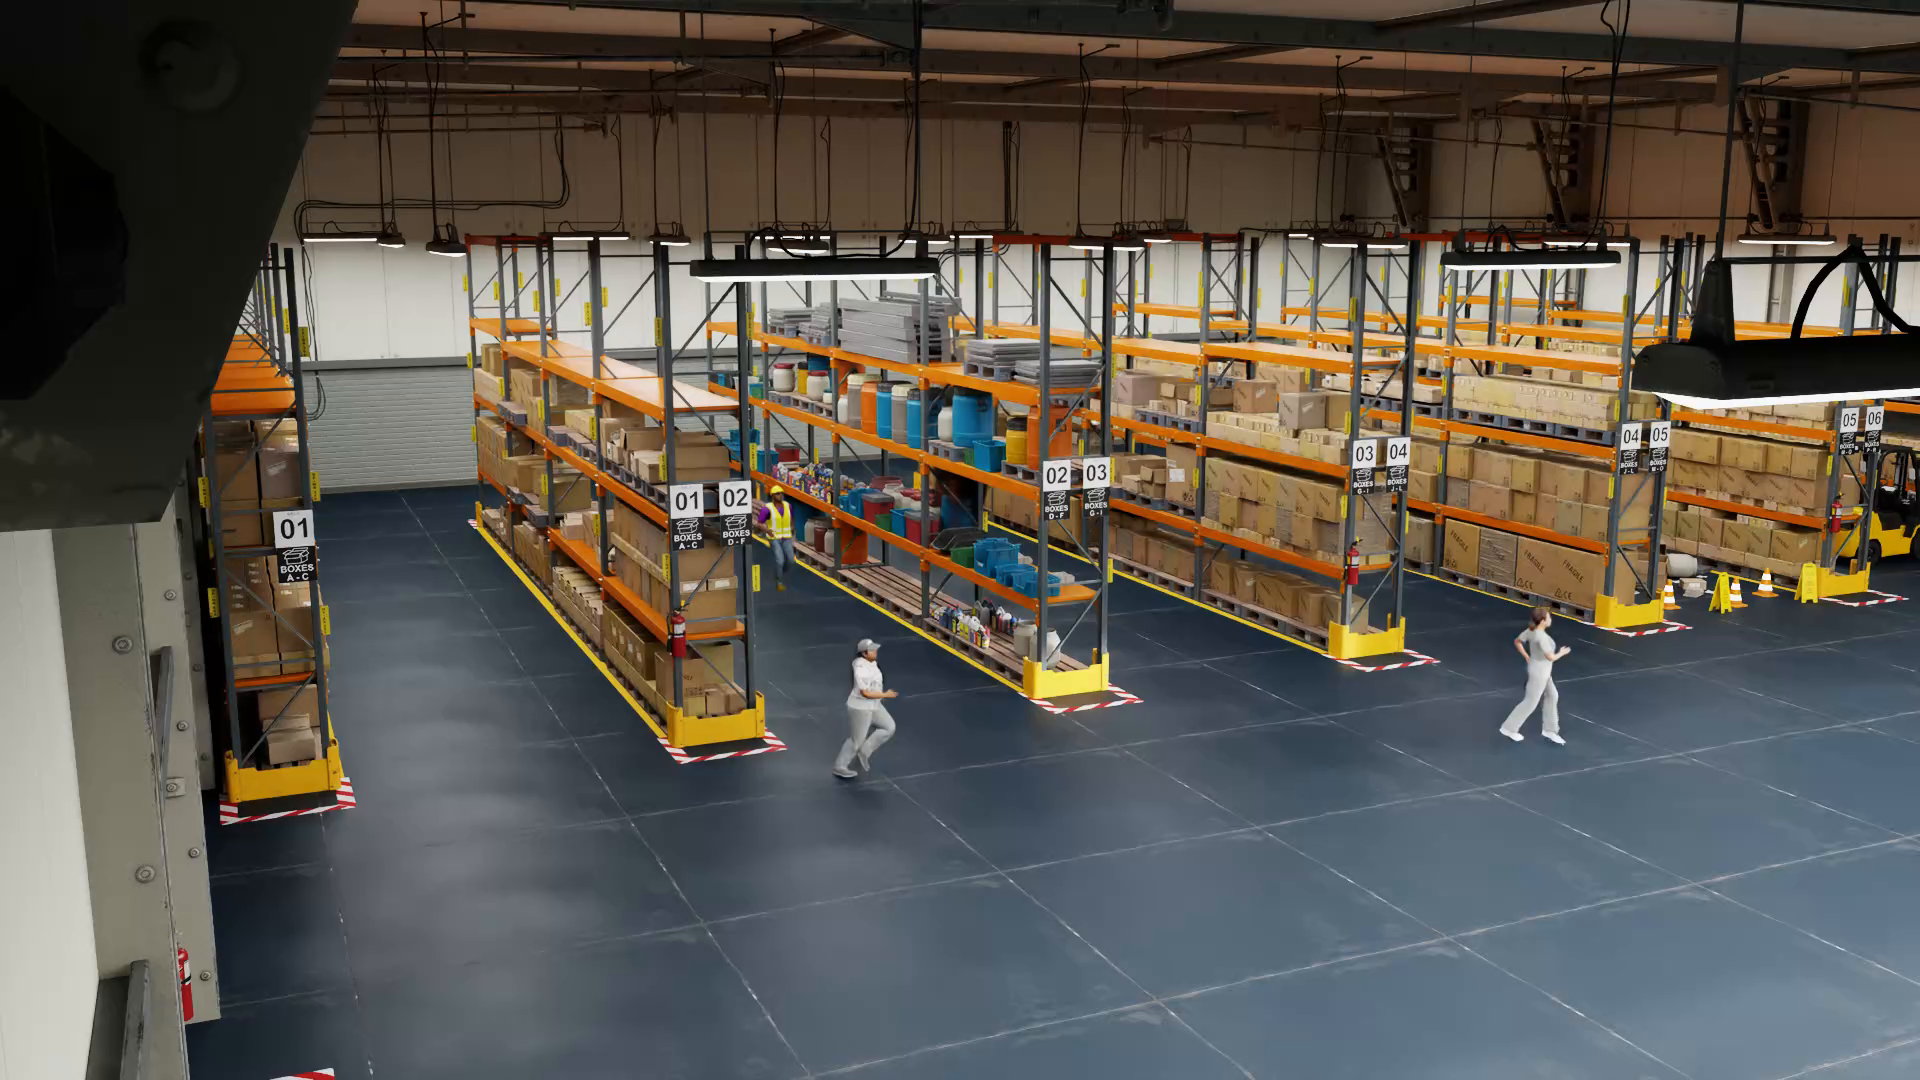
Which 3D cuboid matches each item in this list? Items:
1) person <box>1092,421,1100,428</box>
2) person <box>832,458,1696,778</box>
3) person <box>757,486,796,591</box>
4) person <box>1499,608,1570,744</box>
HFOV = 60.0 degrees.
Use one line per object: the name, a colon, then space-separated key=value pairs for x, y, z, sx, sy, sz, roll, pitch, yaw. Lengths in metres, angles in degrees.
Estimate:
person: x=3.115 y=-1.902 z=38.401 sx=0.699 sy=1.723 sz=0.620 roll=-4 pitch=12 yaw=-19
person: x=6.255 y=0.584 z=24.965 sx=12.407 sy=1.920 sz=15.763 roll=2 pitch=11 yaw=12
person: x=-2.956 y=-0.027 z=27.224 sx=0.696 sy=1.735 sz=0.558 roll=-7 pitch=13 yaw=-31
person: x=6.980 y=1.657 z=20.138 sx=0.826 sy=1.716 sz=0.540 roll=1 pitch=11 yaw=6
